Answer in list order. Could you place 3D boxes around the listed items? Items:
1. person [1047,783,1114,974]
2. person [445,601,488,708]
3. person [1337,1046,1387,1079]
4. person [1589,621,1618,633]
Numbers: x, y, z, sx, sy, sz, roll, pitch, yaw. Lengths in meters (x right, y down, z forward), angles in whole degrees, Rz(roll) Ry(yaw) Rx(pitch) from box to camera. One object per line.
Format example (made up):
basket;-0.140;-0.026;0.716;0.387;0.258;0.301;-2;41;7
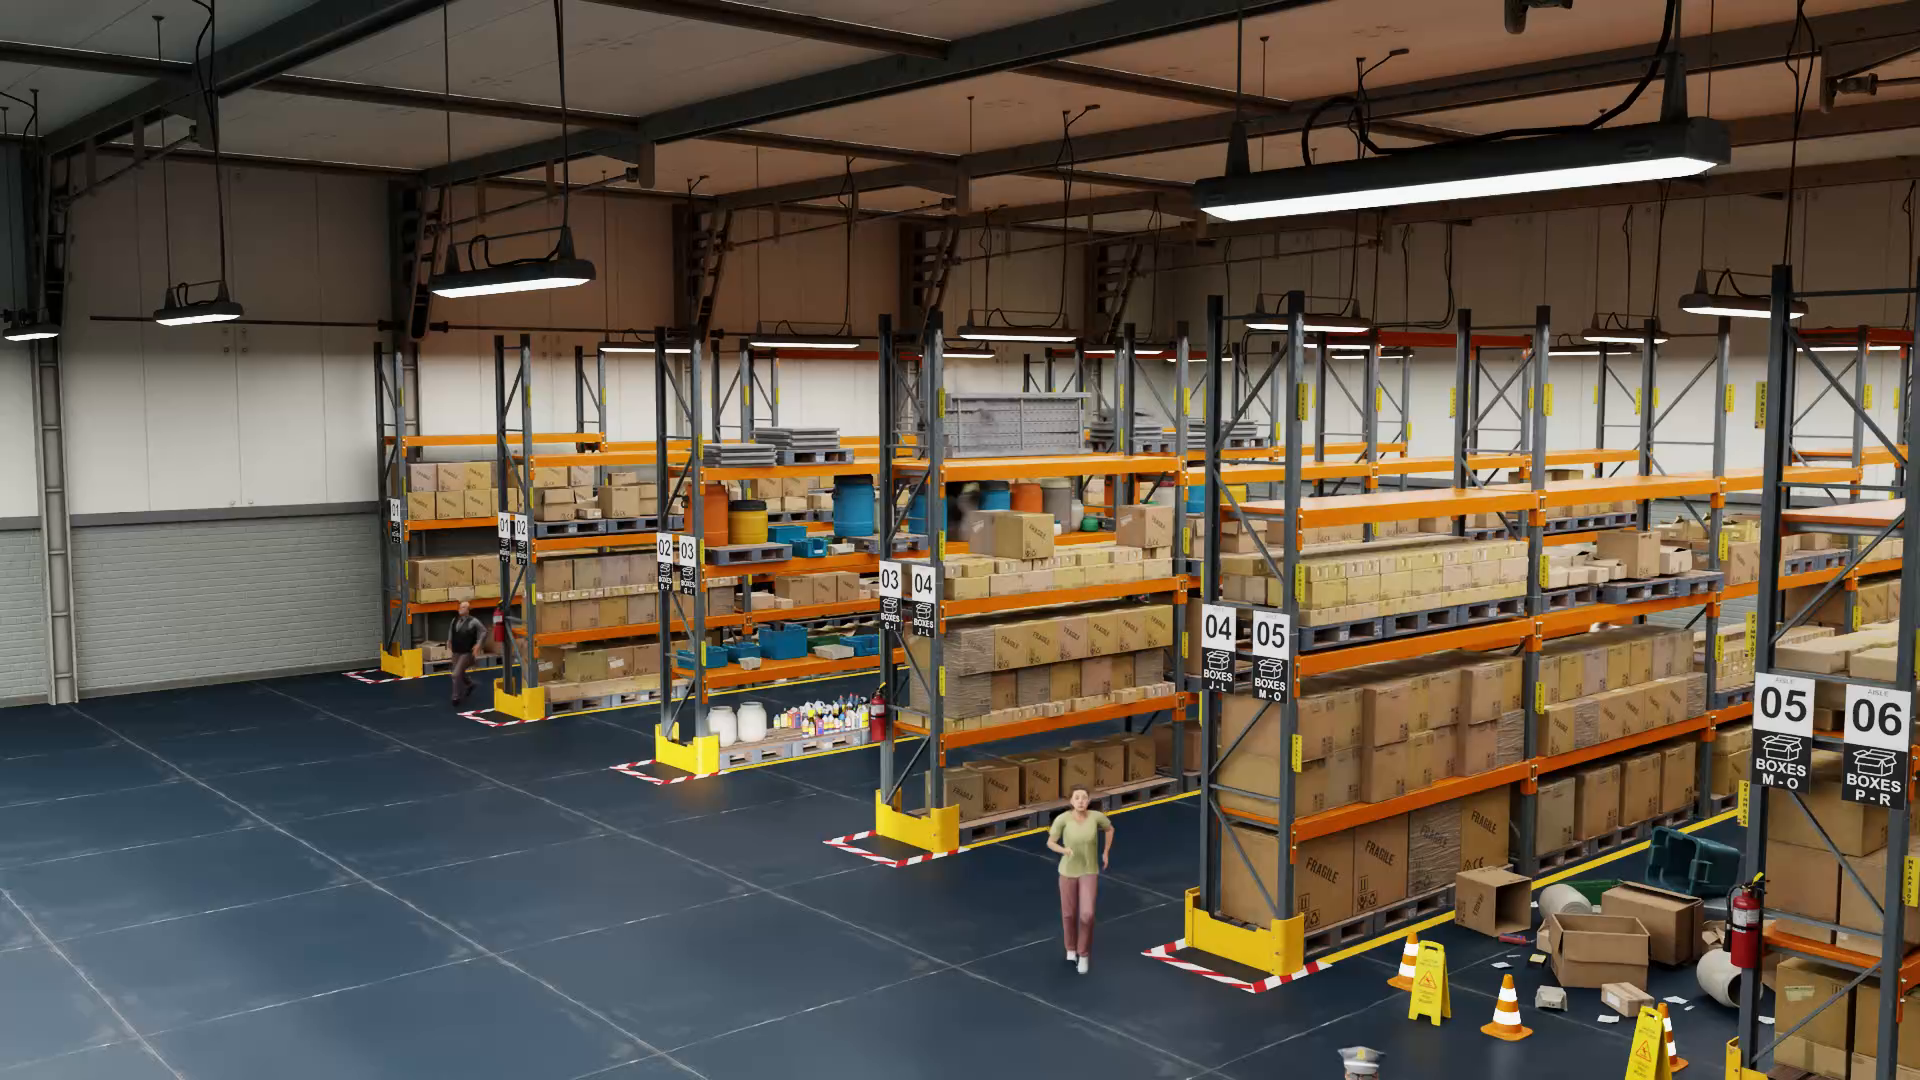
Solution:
person;1.065;2.998;14.781;0.588;1.688;0.660;1;5;7
person;-8.050;1.854;27.205;0.713;1.724;0.835;2;6;25
person;2.095;3.511;8.739;0.673;1.853;0.913;1;5;14
person;9.888;1.931;25.604;0.674;1.829;0.865;5;7;43
